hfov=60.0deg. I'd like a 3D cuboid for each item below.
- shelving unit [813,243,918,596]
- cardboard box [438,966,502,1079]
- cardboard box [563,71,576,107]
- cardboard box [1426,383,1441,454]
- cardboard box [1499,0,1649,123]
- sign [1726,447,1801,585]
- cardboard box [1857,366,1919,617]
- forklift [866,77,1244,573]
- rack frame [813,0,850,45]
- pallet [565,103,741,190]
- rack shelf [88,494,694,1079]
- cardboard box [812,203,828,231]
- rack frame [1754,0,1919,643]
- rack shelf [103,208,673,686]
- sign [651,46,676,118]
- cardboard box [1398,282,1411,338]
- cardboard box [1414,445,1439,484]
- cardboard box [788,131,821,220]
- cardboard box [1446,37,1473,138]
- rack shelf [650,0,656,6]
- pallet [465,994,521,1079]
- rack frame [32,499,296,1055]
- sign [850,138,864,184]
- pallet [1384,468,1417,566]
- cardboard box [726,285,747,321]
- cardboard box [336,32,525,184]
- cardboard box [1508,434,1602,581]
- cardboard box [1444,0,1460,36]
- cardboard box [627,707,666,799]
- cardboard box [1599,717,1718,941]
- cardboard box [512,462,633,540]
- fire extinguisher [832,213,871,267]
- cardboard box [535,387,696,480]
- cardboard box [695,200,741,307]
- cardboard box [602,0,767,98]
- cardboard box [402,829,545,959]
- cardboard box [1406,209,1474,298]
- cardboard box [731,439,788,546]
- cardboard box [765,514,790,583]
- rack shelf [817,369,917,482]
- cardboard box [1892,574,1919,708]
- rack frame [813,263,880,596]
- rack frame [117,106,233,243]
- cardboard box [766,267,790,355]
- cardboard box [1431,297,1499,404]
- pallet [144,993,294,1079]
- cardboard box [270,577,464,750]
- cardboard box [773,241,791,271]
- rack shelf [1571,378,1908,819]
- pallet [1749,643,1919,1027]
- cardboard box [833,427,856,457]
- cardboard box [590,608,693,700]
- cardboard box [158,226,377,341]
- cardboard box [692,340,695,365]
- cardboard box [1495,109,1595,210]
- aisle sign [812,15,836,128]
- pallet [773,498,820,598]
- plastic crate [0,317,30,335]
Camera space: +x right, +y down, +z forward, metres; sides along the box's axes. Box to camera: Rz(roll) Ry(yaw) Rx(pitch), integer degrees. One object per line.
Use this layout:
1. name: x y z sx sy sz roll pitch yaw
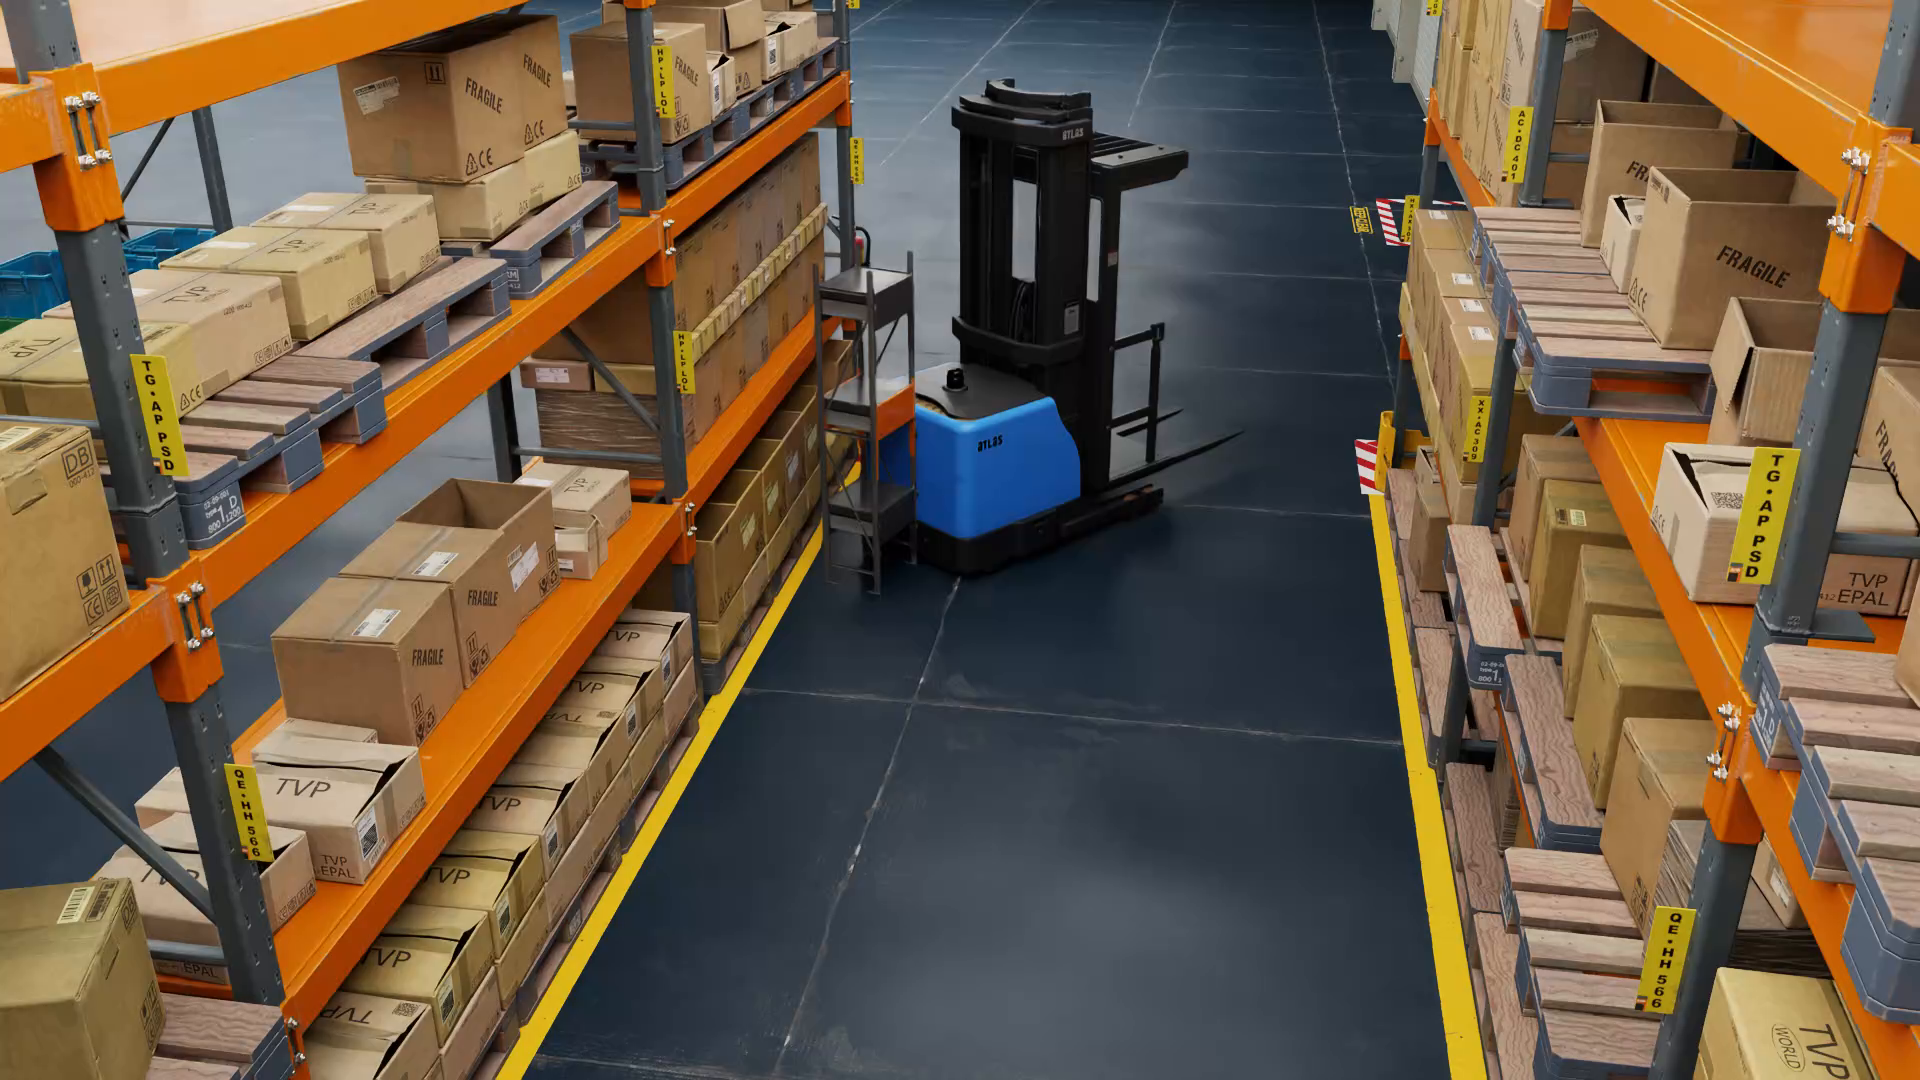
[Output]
1. shelving unit: -0.574 -0.730 10.333 0.431 2.100 0.503 12 28 24
2. cardboard box: -2.120 1.885 6.433 0.500 0.250 0.500 3 25 7
3. cardboard box: -1.995 -2.456 9.057 0.380 0.149 0.250 4 25 9
4. cardboard box: 2.900 -0.672 9.301 0.500 0.250 0.500 4 25 8
5. cardboard box: 2.779 -2.187 7.524 0.500 0.500 0.500 2 25 4
6. sign: 1.776 -0.051 3.672 0.100 0.325 0.005 4 25 9
7. cardboard box: 2.656 -0.118 4.284 0.500 0.500 0.500 4 25 9
8. forklift: 0.795 -1.625 11.265 3.031 2.935 1.130 -21 32 -38
9. rack frame: -1.269 -4.824 10.942 1.000 3.000 0.127 4 25 9
10. pallet: -1.809 -2.111 8.789 1.003 0.211 1.213 4 25 9
11. rack shelf: -2.249 0.728 7.005 1.077 0.370 4.000 4 25 9
12. cardboard box: -1.143 -2.273 11.685 0.380 0.149 0.250 4 25 8
13. rack frame: 2.311 -1.137 3.064 1.000 3.000 0.127 4 25 9
14. rack shelf: -2.249 -0.631 6.369 1.077 0.370 4.000 4 25 9
15. sign: -1.386 -2.136 7.756 0.100 0.325 0.005 4 25 9
16. cardboard box: 3.226 -1.525 11.122 0.500 0.250 0.500 3 25 7
17. cardboard box: 3.417 -0.464 11.356 0.500 0.311 0.500 1 25 3
18. cardboard box: -1.366 -2.524 11.455 0.700 0.500 0.500 4 25 9
19. cardboard box: 3.114 -2.616 9.622 0.500 0.500 0.500 5 26 11
20. rack shelf: -1.596 -3.481 9.392 1.077 0.370 4.000 4 25 9
21. pallet: -2.403 2.160 6.387 1.003 0.211 1.213 4 25 9
22. rack frame: -2.576 1.239 5.066 1.000 3.000 0.127 4 25 9
23. sign: -0.736 -2.696 11.825 0.100 0.325 0.005 4 25 9
24. pallet: 3.439 -0.134 11.286 1.003 0.211 1.213 4 25 9
25. cardboard box: -1.481 -1.412 9.844 0.380 0.149 0.250 3 25 7
26. cardboard box: -2.133 -1.760 6.730 0.500 0.500 0.500 6 26 14
27. cardboard box: 2.848 -0.127 7.346 0.700 0.500 0.500 4 25 9
28. cardboard box: 3.184 -3.281 9.862 0.500 0.500 0.500 4 25 8
29. cardboard box: -1.789 1.026 8.268 0.500 0.250 0.500 4 25 8
30. cardboard box: 2.443 0.903 5.146 0.700 0.500 0.500 2 25 4
31. cardboard box: -1.960 -0.158 8.225 0.500 0.250 0.500 6 26 12
32. fire extinguisher: -0.791 -2.090 12.267 0.296 0.674 0.183 4 25 9
33. cardboard box: -1.856 -0.666 9.016 0.700 0.500 0.500 3 25 7
34. cardboard box: -1.692 -1.674 9.640 0.700 0.500 0.500 4 25 8
35. cardboard box: -1.529 -2.773 9.316 0.797 0.503 0.637 7 26 14
36. cardboard box: -2.038 1.408 6.791 0.500 0.311 0.500 3 25 7
37. cardboard box: 3.244 -1.868 10.970 0.500 0.500 0.500 4 25 9
38. cardboard box: -1.375 -0.309 10.236 0.500 0.500 0.500 4 25 9
39. cardboard box: -1.374 0.030 10.395 0.500 0.250 0.500 4 25 9
40. rack shelf: -0.574 -0.718 10.339 0.431 0.518 0.480 12 28 24
41. cardboard box: 2.290 0.180 3.152 0.700 0.500 0.500 2 25 4
42. rack frame: -0.685 -0.638 10.136 0.400 2.100 0.015 12 28 24
43. rack frame: -6.155 -2.452 12.950 1.000 3.000 0.127 4 25 9
44. cardboard box: -1.526 -1.531 10.865 0.700 0.500 0.500 4 25 9
45. cardboard box: 2.906 -1.012 9.142 0.500 0.500 0.500 3 25 7
46. pallet: -2.618 1.614 4.490 1.213 0.211 1.003 4 25 9
47. cardboard box: -2.318 0.490 6.546 0.500 0.500 0.500 3 25 6
48. cardboard box: -1.312 -1.842 10.764 0.380 0.149 0.250 5 26 10
49. rack shelf: 2.638 -0.289 5.639 1.077 0.370 4.000 4 25 9
50. pallet: 2.259 0.580 3.157 1.213 0.211 1.003 5 26 11
51. cardboard box: -1.065 -0.807 12.185 0.500 0.250 0.500 4 25 9
52. cardboard box: -1.706 0.556 8.610 0.500 0.311 0.500 4 25 9
53. cardboard box: -2.385 -0.895 5.767 0.500 0.250 0.500 4 25 7
54. cardboard box: -1.647 -0.977 8.917 0.380 0.149 0.250 4 25 9
55. cardboard box: 2.804 -1.735 7.739 0.500 0.500 0.500 5 25 10
56. aisle sign: -0.968 -3.292 11.678 0.394 0.787 0.004 4 25 9
57. pallet: -1.554 -0.013 11.028 1.003 0.211 1.213 4 25 9
58. plastic crate: -6.308 -1.231 10.592 0.450 0.188 0.662 4 25 9
